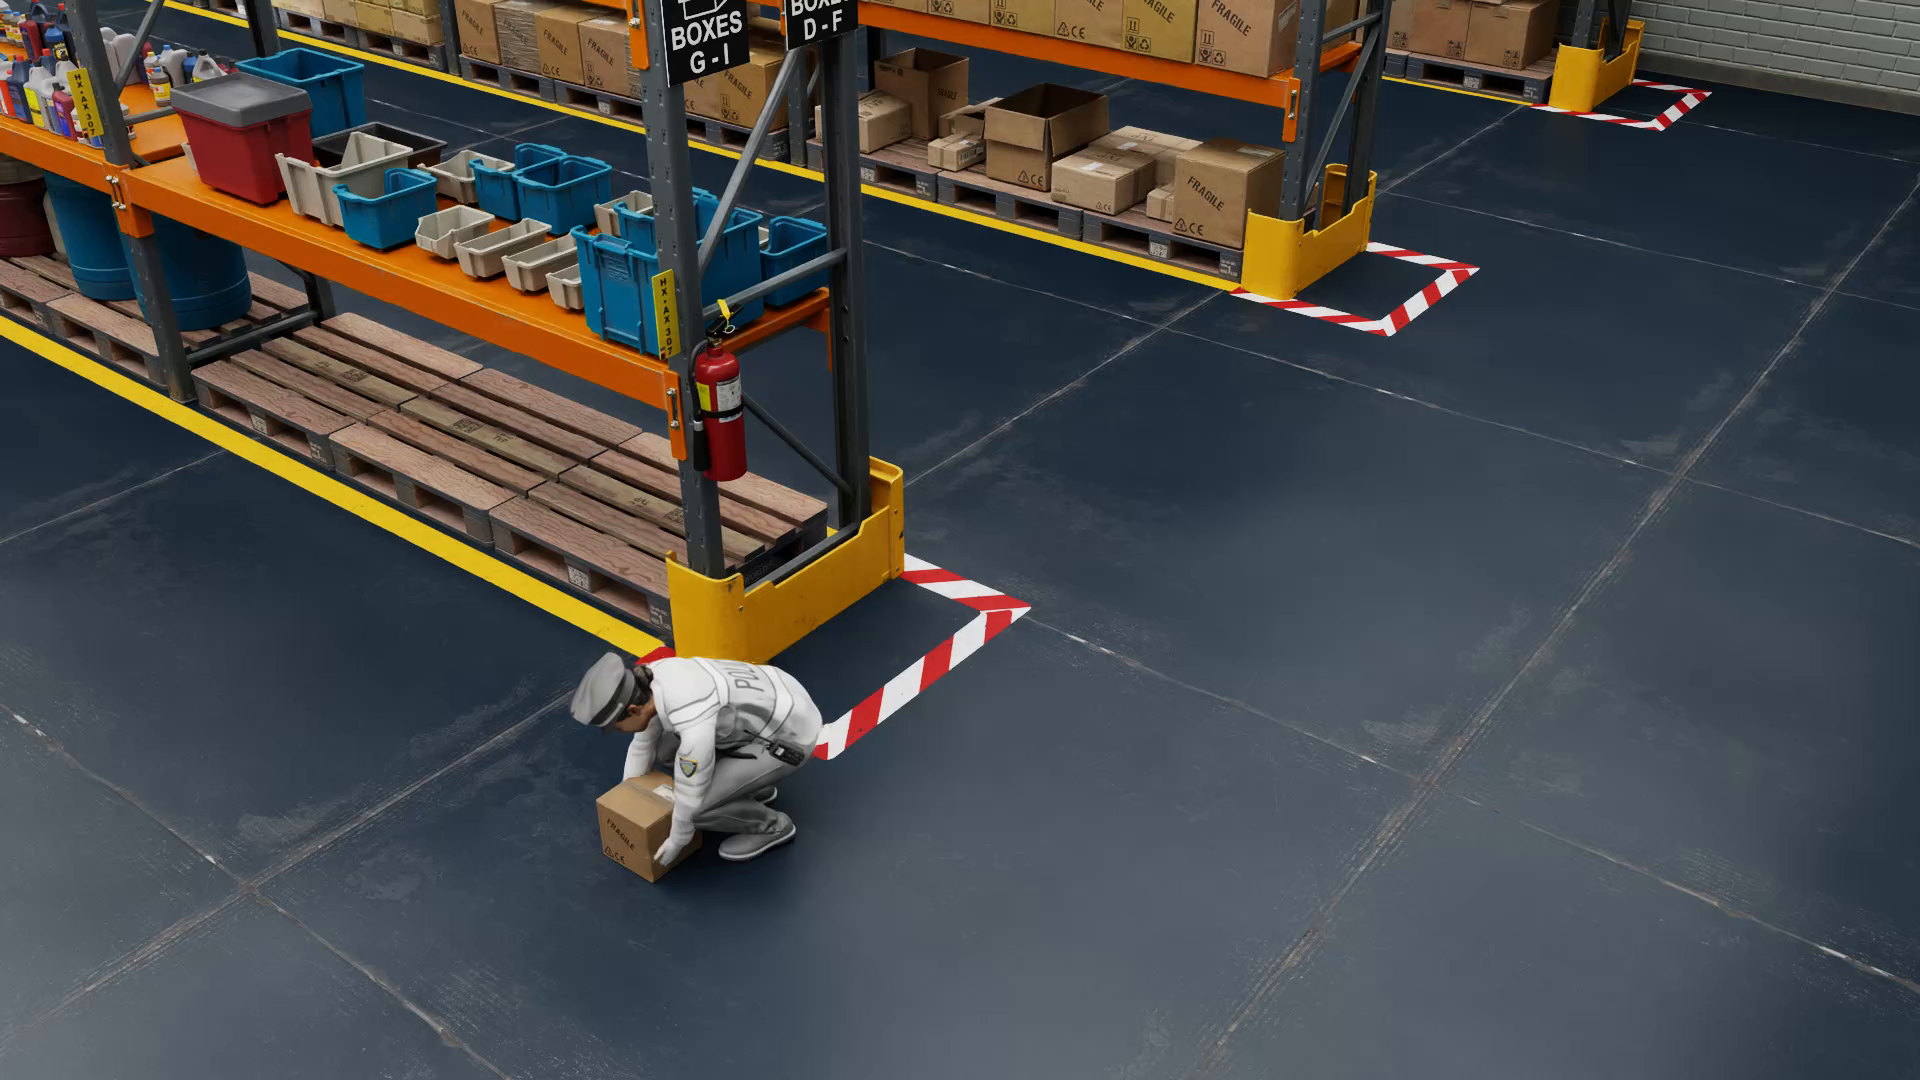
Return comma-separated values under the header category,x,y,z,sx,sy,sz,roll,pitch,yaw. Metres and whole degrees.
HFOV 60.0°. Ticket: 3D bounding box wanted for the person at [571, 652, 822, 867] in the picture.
category,x,y,z,sx,sy,sz,roll,pitch,yaw
person,-0.898,0.697,5.751,0.851,0.876,0.482,-12,33,-19
